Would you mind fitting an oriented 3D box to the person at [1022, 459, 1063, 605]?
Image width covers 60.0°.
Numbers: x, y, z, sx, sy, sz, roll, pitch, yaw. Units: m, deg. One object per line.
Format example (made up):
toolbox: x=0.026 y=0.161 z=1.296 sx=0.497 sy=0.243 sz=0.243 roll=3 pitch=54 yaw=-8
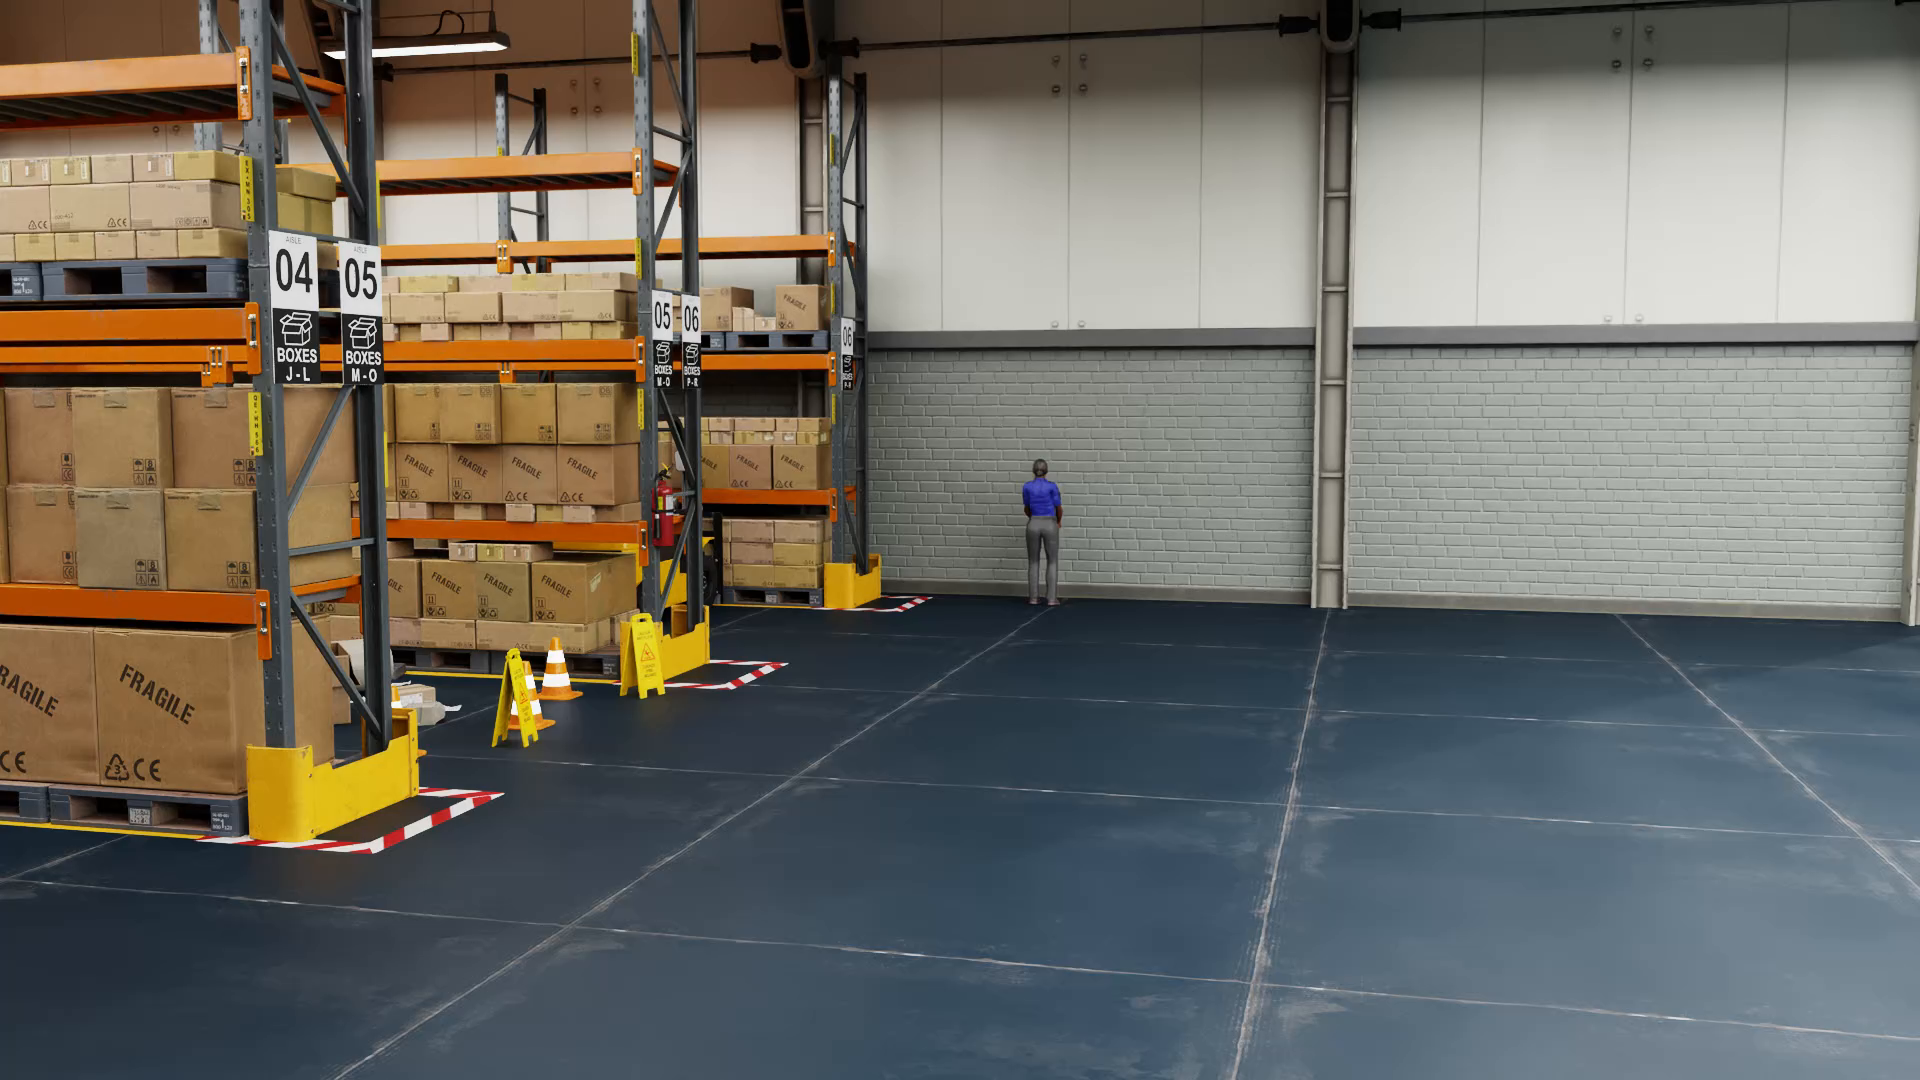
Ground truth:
person: x=0.939 y=-0.086 z=18.707 sx=0.450 sy=1.634 sz=0.518 roll=1 pitch=5 yaw=14
